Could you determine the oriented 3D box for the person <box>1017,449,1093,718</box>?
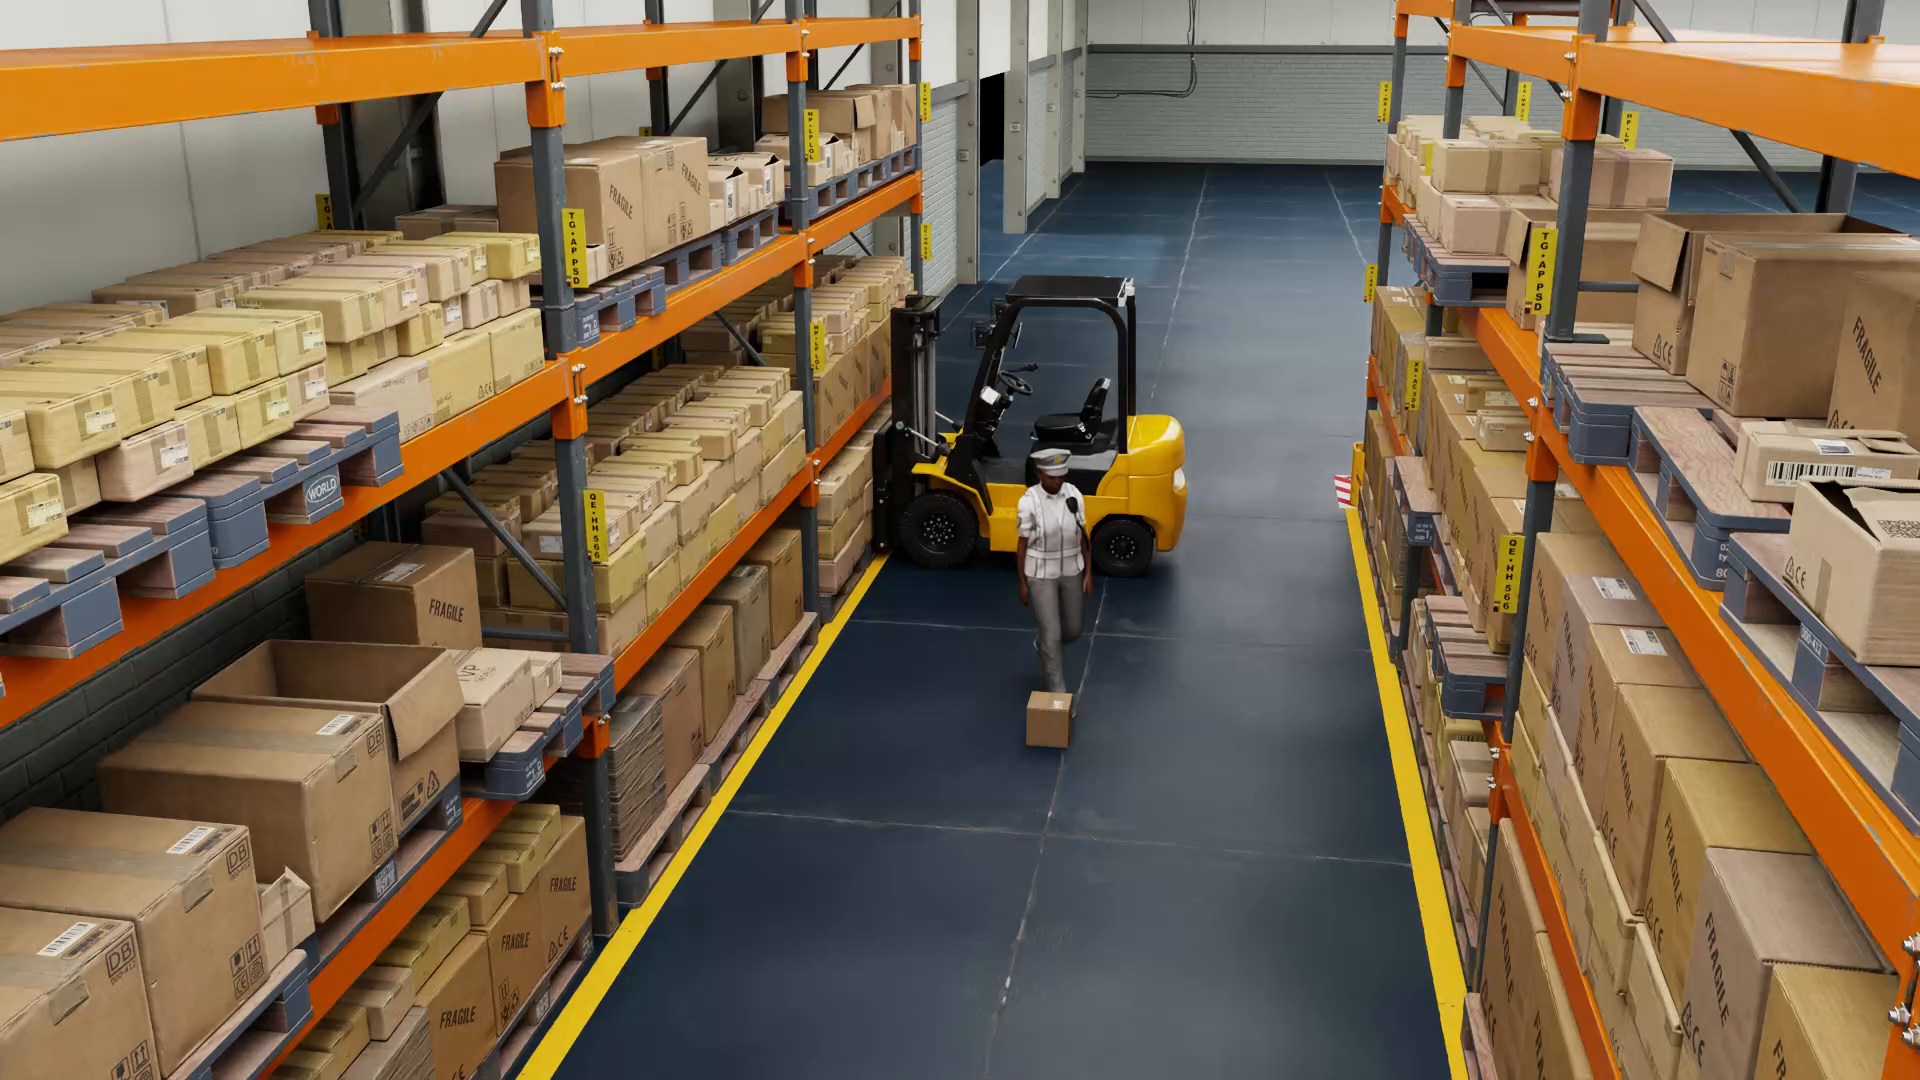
[{"bbox_3d":[0.581,0.216,10.358,0.471,1.646,0.792,-7,19,-20],"label":"person"}]
